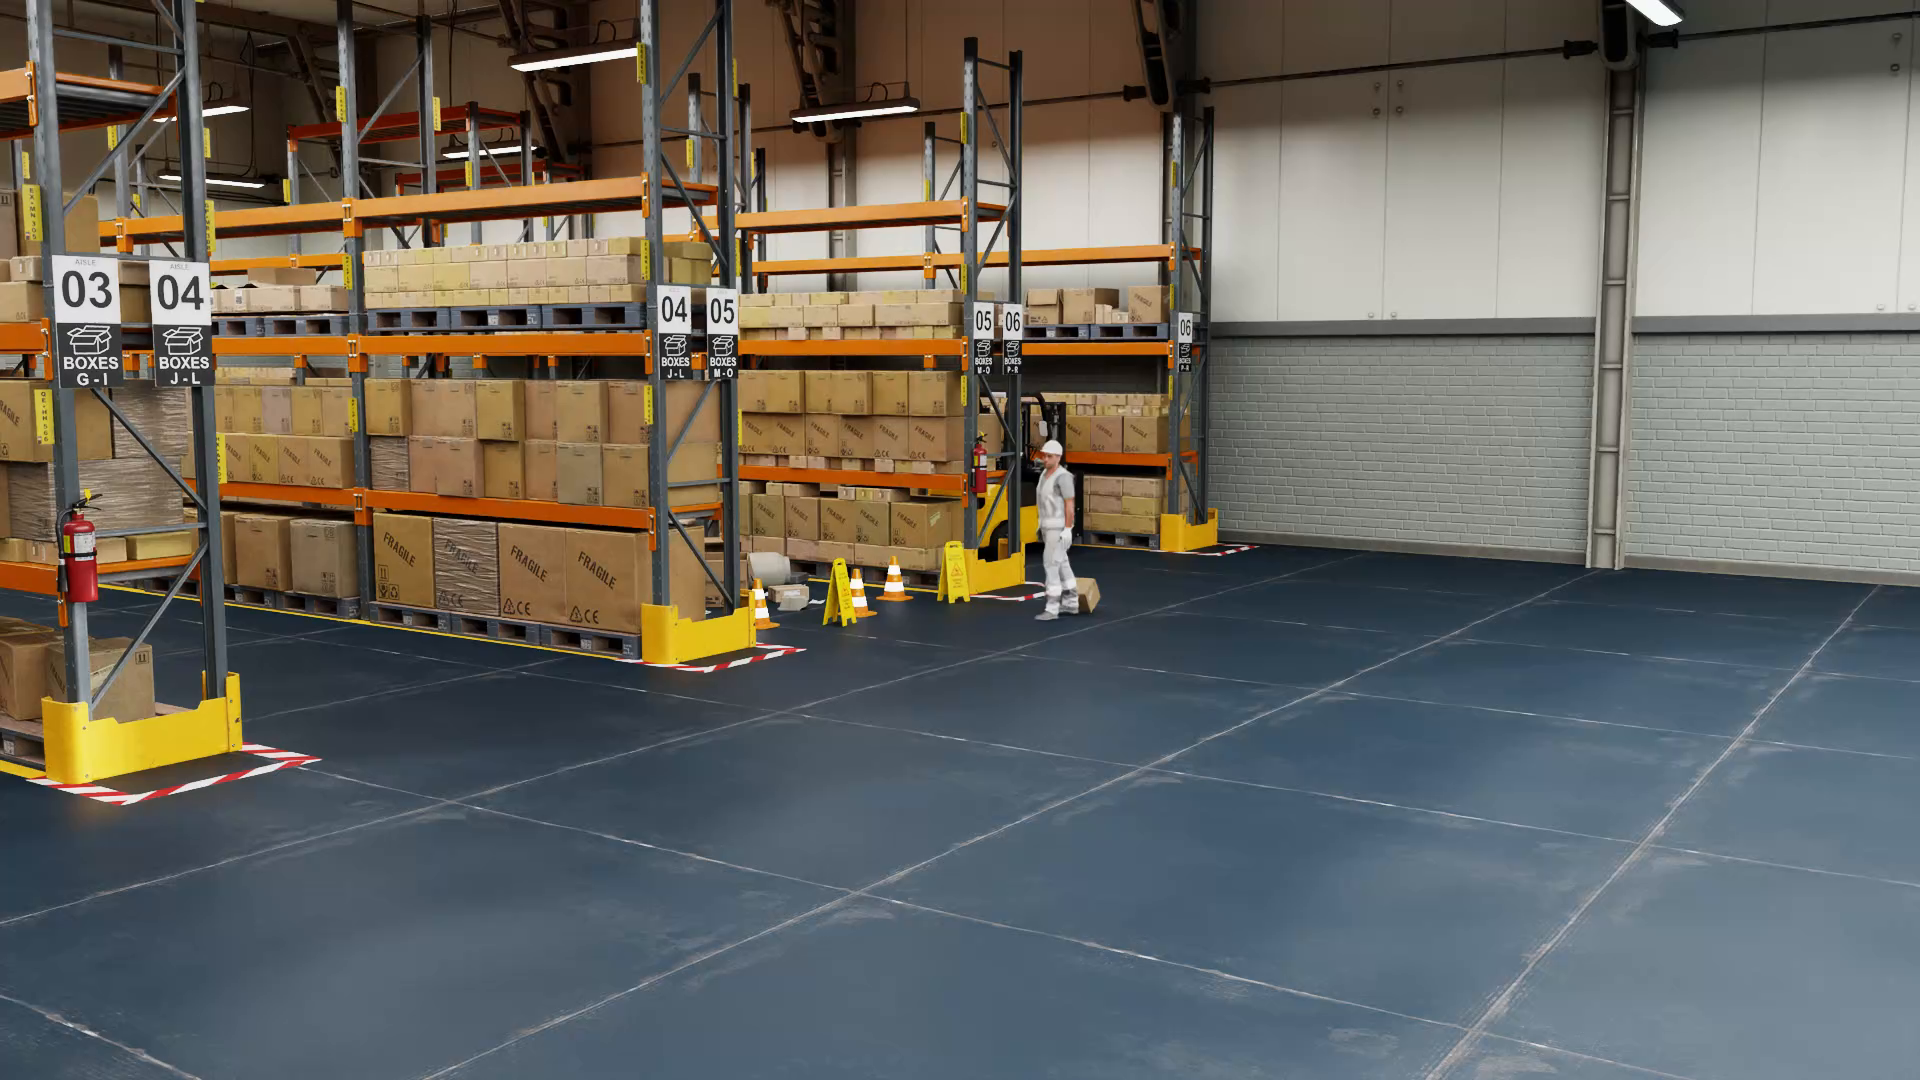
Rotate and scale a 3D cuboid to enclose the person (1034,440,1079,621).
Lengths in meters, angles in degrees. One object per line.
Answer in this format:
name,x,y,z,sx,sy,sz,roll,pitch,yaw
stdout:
person,0.954,-0.103,16.558,0.573,1.786,0.561,-2,7,-20
